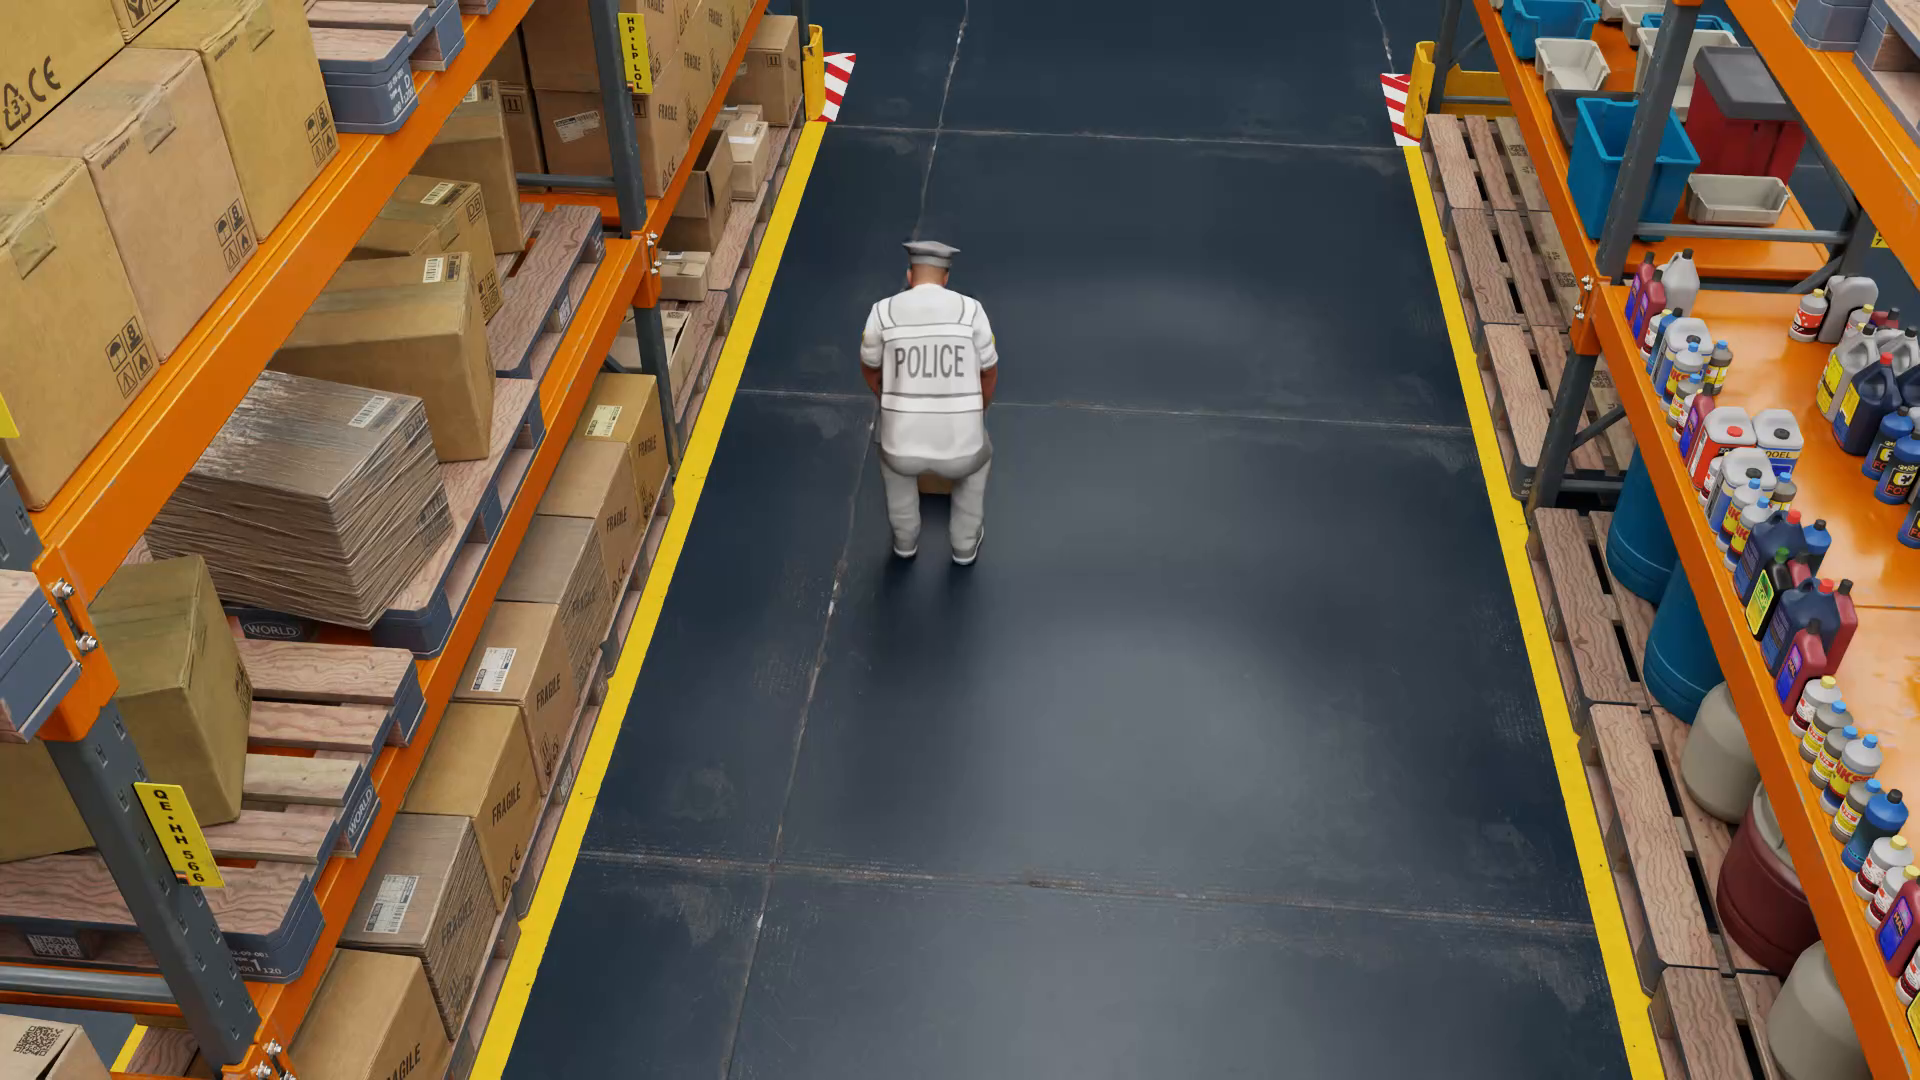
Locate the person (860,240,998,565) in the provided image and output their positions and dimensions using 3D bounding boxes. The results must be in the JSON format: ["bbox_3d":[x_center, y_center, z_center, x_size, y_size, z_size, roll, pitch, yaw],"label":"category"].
[{"bbox_3d":[-0.142,-0.554,7.134,0.589,1.351,0.841,3,40,4],"label":"person"}]
